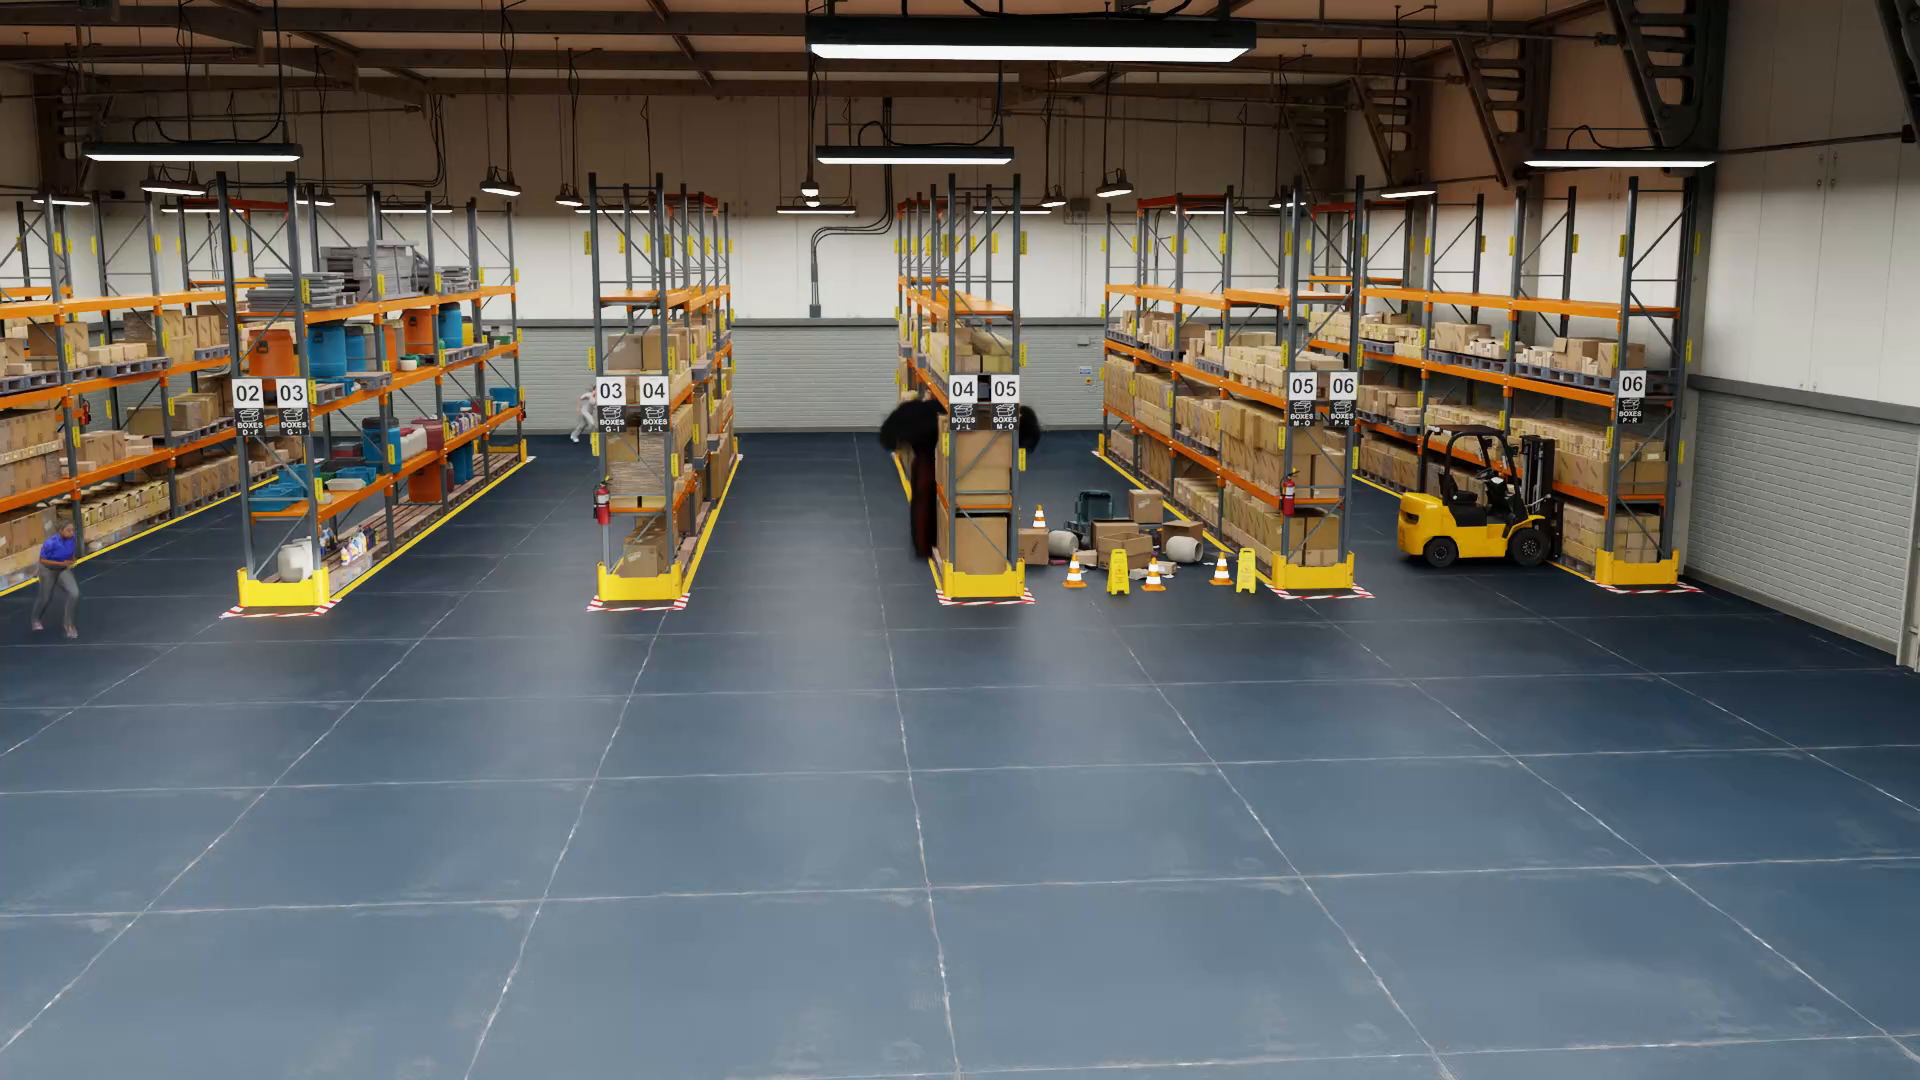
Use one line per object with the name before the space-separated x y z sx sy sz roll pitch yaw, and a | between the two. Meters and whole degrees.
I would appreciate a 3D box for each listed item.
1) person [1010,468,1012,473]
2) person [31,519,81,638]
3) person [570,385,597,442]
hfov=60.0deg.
person | 1.005 -2.212 36.727 0.686 1.534 0.989 3 11 17
person | -11.751 0.495 21.601 0.964 1.602 0.617 5 11 25
person | -9.564 -3.221 42.496 1.021 1.511 0.591 7 12 34
